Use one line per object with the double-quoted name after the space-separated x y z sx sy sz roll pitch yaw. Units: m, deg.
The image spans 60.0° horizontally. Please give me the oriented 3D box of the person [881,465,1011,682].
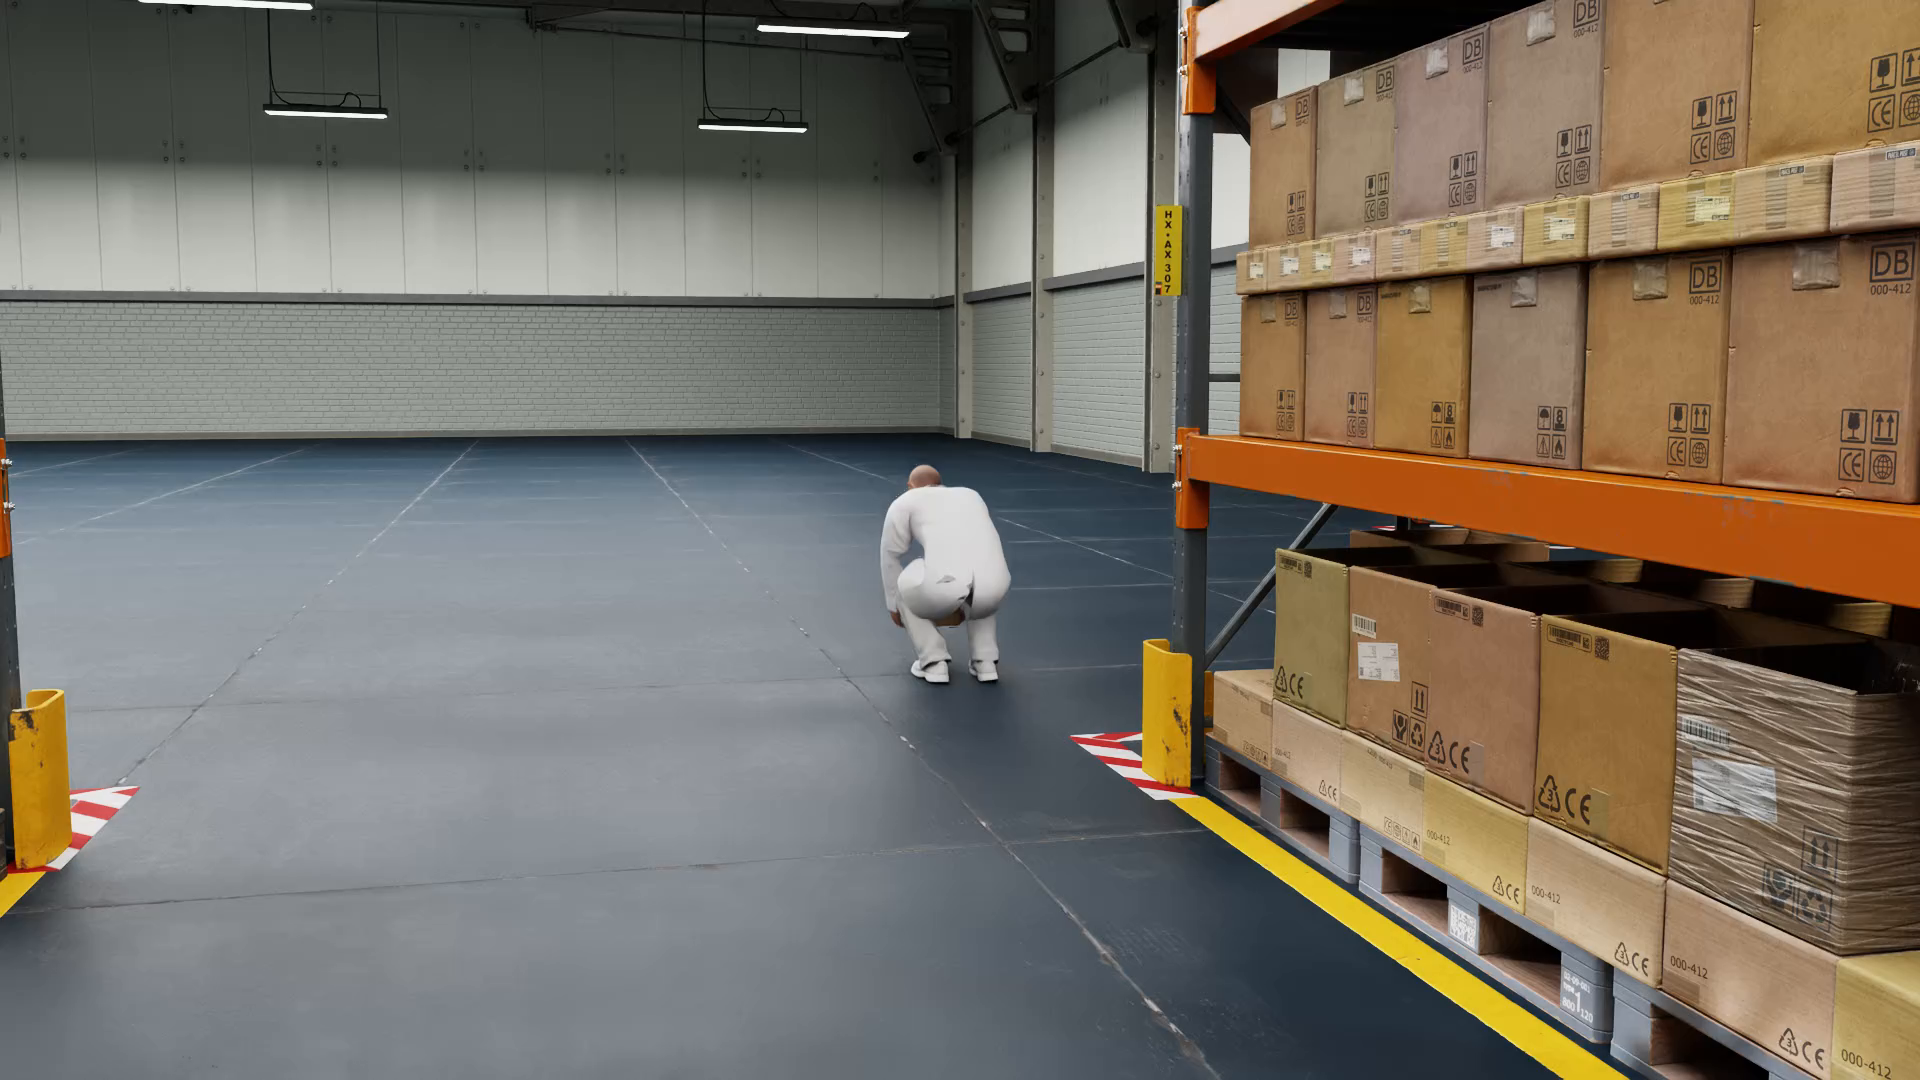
-0.070 0.168 8.386 0.613 1.029 0.899 -1 6 -14 "person"
